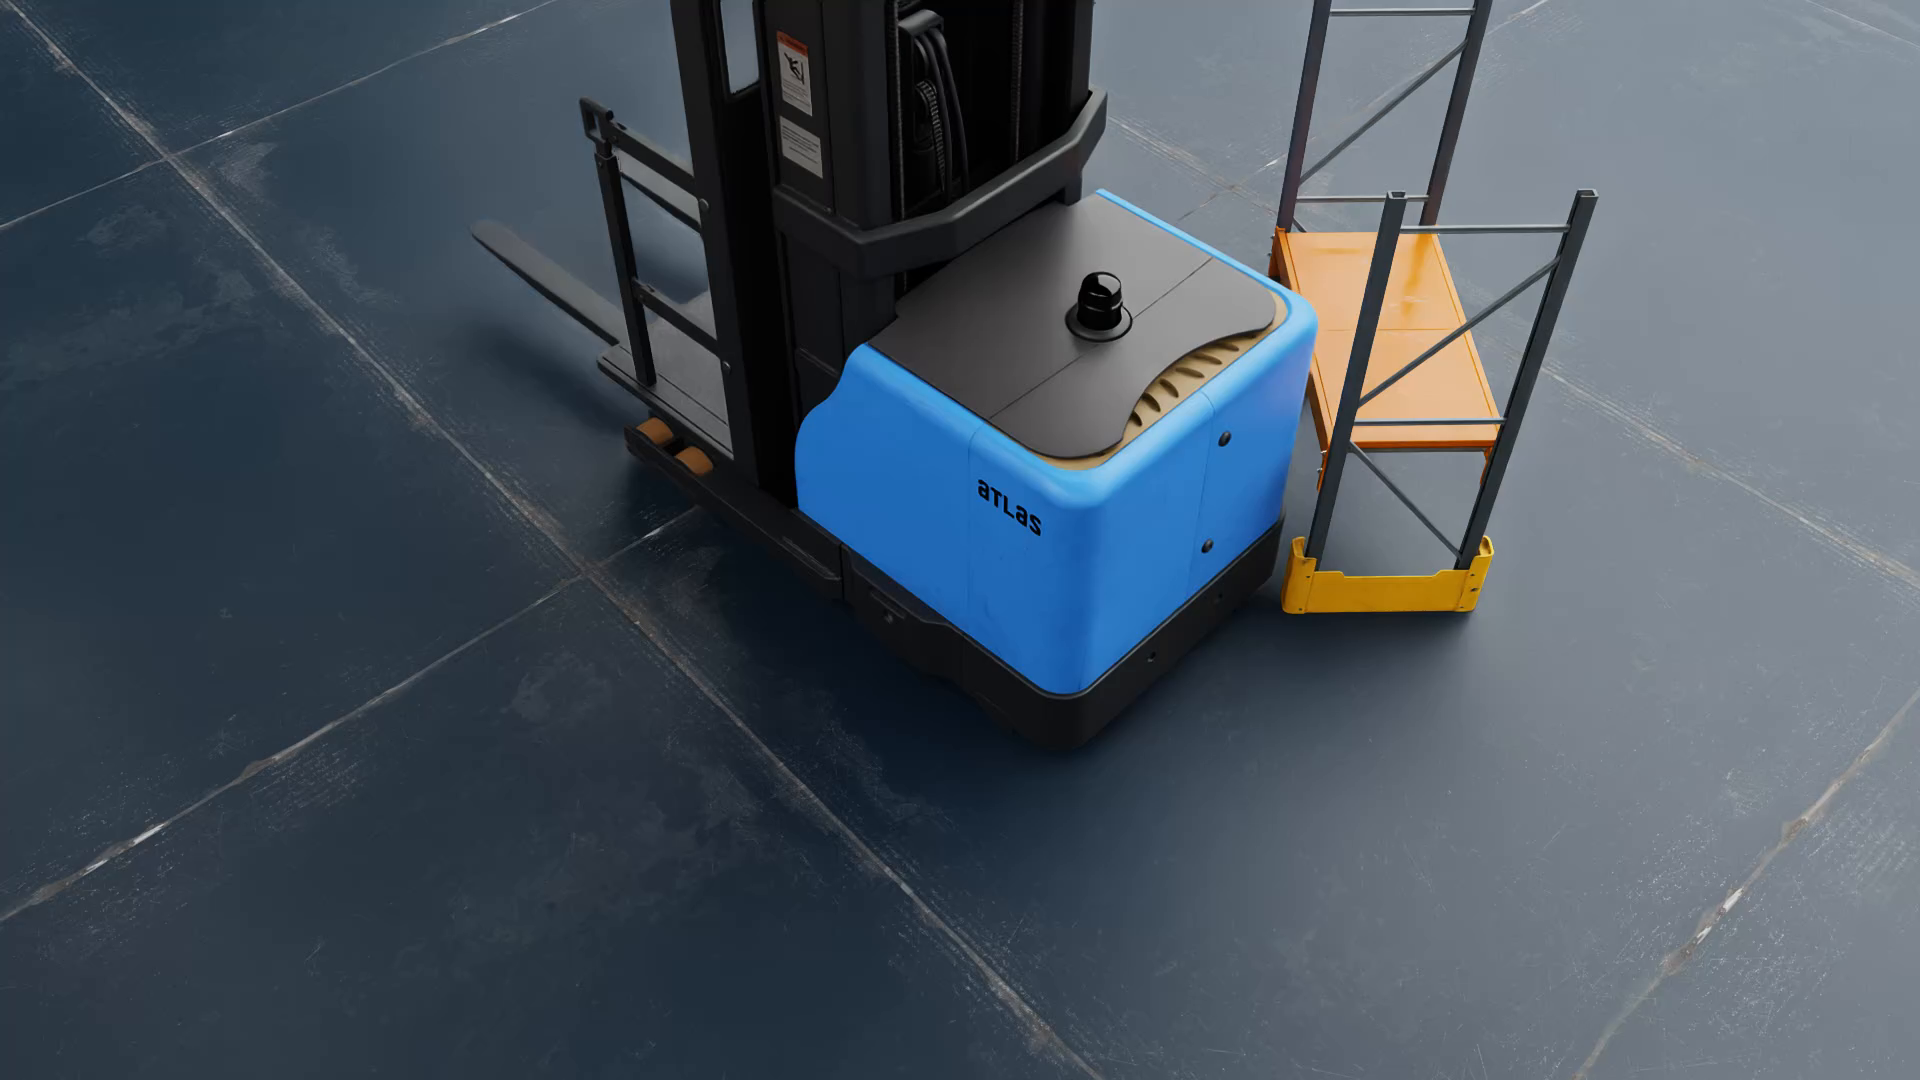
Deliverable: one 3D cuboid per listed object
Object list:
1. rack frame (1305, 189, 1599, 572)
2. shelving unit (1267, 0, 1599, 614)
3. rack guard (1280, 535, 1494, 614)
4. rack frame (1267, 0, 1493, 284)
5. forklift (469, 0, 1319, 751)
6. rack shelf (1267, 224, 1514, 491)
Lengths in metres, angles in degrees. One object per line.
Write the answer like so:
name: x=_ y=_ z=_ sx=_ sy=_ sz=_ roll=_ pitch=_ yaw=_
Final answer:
rack frame: x=1.273 y=-0.319 z=4.524 sx=0.500 sy=1.500 sz=0.032 roll=-1 pitch=47 yaw=-1
shelving unit: x=1.265 y=-0.686 z=4.862 sx=0.587 sy=1.500 sz=1.083 roll=-1 pitch=47 yaw=-1
rack guard: x=1.273 y=0.104 z=4.984 sx=0.587 sy=0.250 sz=0.087 roll=-1 pitch=47 yaw=-1
rack frame: x=1.257 y=-1.066 z=5.213 sx=0.500 sy=1.500 sz=0.032 roll=-1 pitch=47 yaw=-1
forklift: x=-0.448 y=-1.376 z=4.525 sx=3.031 sy=2.935 sz=1.130 roll=35 pitch=56 yaw=28
rack shelf: x=1.265 y=-0.570 z=5.001 sx=0.538 sy=0.185 sz=1.000 roll=-1 pitch=47 yaw=-1
